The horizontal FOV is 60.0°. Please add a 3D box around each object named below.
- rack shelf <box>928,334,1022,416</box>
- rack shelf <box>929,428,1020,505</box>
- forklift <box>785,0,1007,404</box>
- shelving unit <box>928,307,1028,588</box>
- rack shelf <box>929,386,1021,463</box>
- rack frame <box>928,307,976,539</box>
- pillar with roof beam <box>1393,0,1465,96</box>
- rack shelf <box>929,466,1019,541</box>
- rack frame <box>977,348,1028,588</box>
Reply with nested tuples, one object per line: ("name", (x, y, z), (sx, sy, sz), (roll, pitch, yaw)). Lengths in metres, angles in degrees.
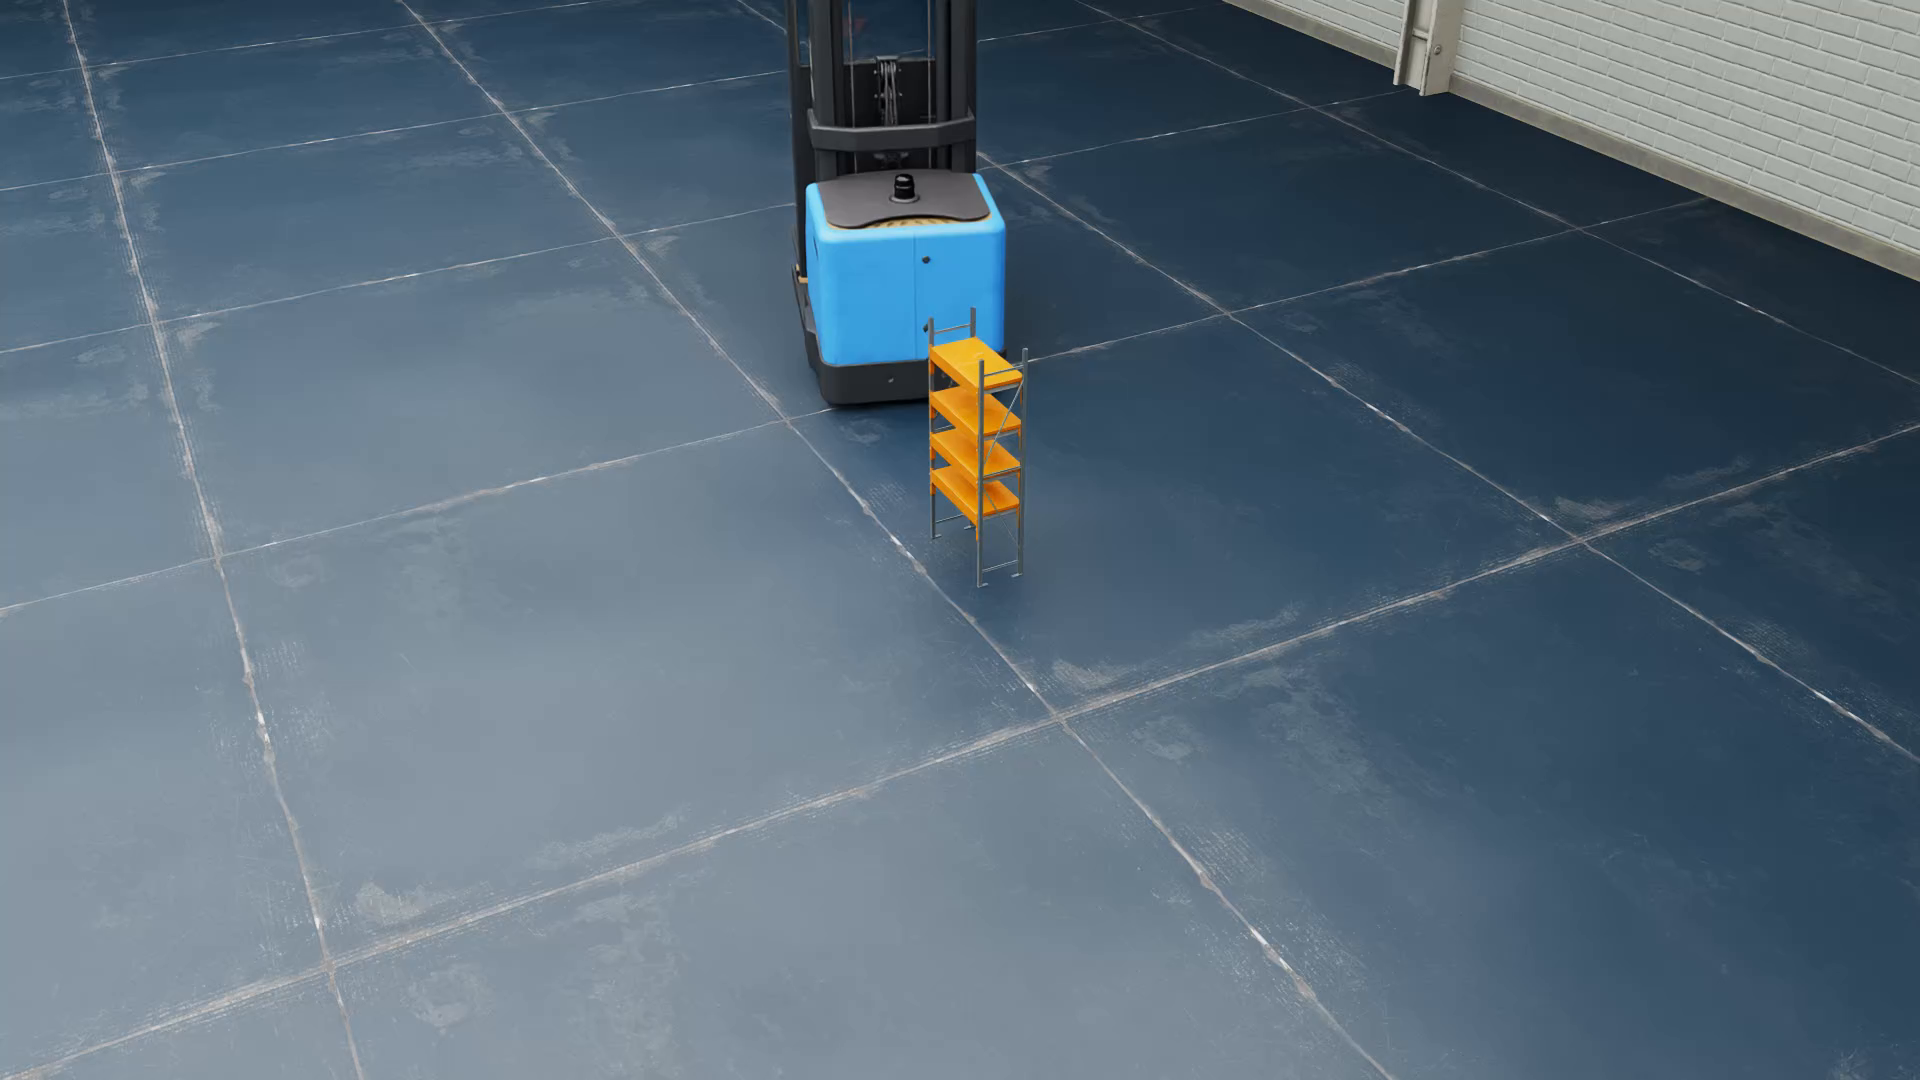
("rack shelf", (0.077, -0.757, 7.591), (0.258, 0.148, 0.480), (-16, 36, -23))
("rack shelf", (0.077, -0.370, 7.839), (0.258, 0.148, 0.480), (-16, 36, -23))
("forklift", (-0.487, -2.775, 9.864), (1.130, 2.935, 3.031), (-5, 33, -8))
("shelving unit", (0.077, -0.426, 7.803), (0.258, 1.200, 0.503), (-16, 36, -23))
("rack shelf", (0.077, -0.558, 7.719), (0.258, 0.148, 0.480), (-16, 36, -23))
("rack frame", (-0.037, -0.543, 7.985), (0.240, 1.200, 0.015), (-16, 36, -23))
("pillar with roof beam", (0.175, -6.616, 10.234), (9.100, 9.000, 0.400), (-16, 36, -23))
("rack shelf", (0.077, -0.202, 7.946), (0.258, 0.148, 0.480), (-16, 36, -23))
("rack frame", (0.191, -0.310, 7.621), (0.240, 1.200, 0.015), (-16, 36, -23))
